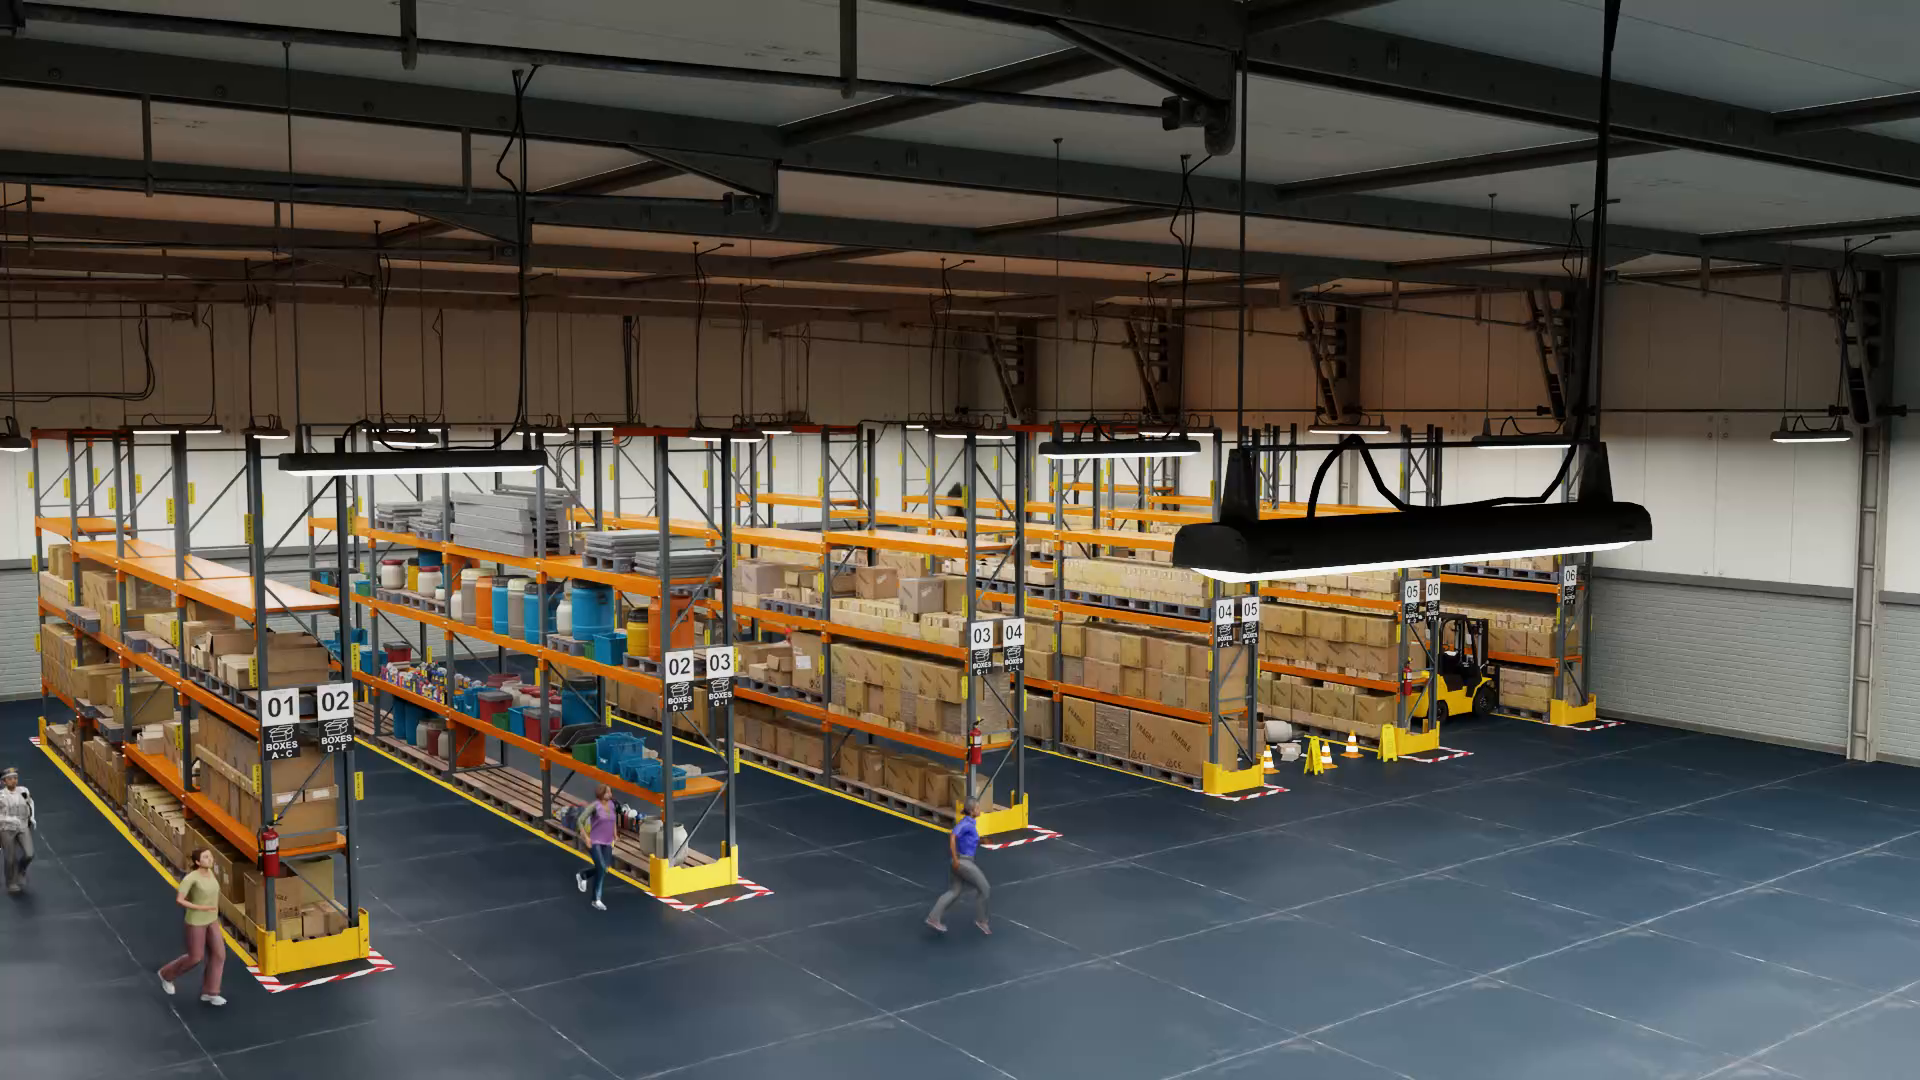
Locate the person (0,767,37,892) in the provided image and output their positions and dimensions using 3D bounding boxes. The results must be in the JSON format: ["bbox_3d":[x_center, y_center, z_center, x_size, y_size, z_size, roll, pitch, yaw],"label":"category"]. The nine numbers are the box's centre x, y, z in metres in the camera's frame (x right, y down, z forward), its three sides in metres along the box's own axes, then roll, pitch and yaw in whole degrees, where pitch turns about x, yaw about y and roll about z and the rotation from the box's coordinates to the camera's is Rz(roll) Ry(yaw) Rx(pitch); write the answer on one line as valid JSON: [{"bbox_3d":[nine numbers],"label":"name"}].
[{"bbox_3d":[-12.327,3.788,21.727,0.584,1.660,0.595,4,6,42],"label":"person"}]

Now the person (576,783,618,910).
[{"bbox_3d":[-4.658,3.902,21.350,0.663,1.559,0.580,4,6,39],"label":"person"}]

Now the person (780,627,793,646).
[{"bbox_3d":[-3.560,2.712,35.073,0.655,1.742,0.593,-4,6,-43],"label":"person"}]

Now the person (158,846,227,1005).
[{"bbox_3d":[-8.182,4.113,17.843,0.808,1.668,0.594,1,5,16],"label":"person"}]

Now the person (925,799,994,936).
[{"bbox_3d":[0.014,3.958,19.956,0.814,1.686,0.599,-1,5,-9],"label":"person"}]
